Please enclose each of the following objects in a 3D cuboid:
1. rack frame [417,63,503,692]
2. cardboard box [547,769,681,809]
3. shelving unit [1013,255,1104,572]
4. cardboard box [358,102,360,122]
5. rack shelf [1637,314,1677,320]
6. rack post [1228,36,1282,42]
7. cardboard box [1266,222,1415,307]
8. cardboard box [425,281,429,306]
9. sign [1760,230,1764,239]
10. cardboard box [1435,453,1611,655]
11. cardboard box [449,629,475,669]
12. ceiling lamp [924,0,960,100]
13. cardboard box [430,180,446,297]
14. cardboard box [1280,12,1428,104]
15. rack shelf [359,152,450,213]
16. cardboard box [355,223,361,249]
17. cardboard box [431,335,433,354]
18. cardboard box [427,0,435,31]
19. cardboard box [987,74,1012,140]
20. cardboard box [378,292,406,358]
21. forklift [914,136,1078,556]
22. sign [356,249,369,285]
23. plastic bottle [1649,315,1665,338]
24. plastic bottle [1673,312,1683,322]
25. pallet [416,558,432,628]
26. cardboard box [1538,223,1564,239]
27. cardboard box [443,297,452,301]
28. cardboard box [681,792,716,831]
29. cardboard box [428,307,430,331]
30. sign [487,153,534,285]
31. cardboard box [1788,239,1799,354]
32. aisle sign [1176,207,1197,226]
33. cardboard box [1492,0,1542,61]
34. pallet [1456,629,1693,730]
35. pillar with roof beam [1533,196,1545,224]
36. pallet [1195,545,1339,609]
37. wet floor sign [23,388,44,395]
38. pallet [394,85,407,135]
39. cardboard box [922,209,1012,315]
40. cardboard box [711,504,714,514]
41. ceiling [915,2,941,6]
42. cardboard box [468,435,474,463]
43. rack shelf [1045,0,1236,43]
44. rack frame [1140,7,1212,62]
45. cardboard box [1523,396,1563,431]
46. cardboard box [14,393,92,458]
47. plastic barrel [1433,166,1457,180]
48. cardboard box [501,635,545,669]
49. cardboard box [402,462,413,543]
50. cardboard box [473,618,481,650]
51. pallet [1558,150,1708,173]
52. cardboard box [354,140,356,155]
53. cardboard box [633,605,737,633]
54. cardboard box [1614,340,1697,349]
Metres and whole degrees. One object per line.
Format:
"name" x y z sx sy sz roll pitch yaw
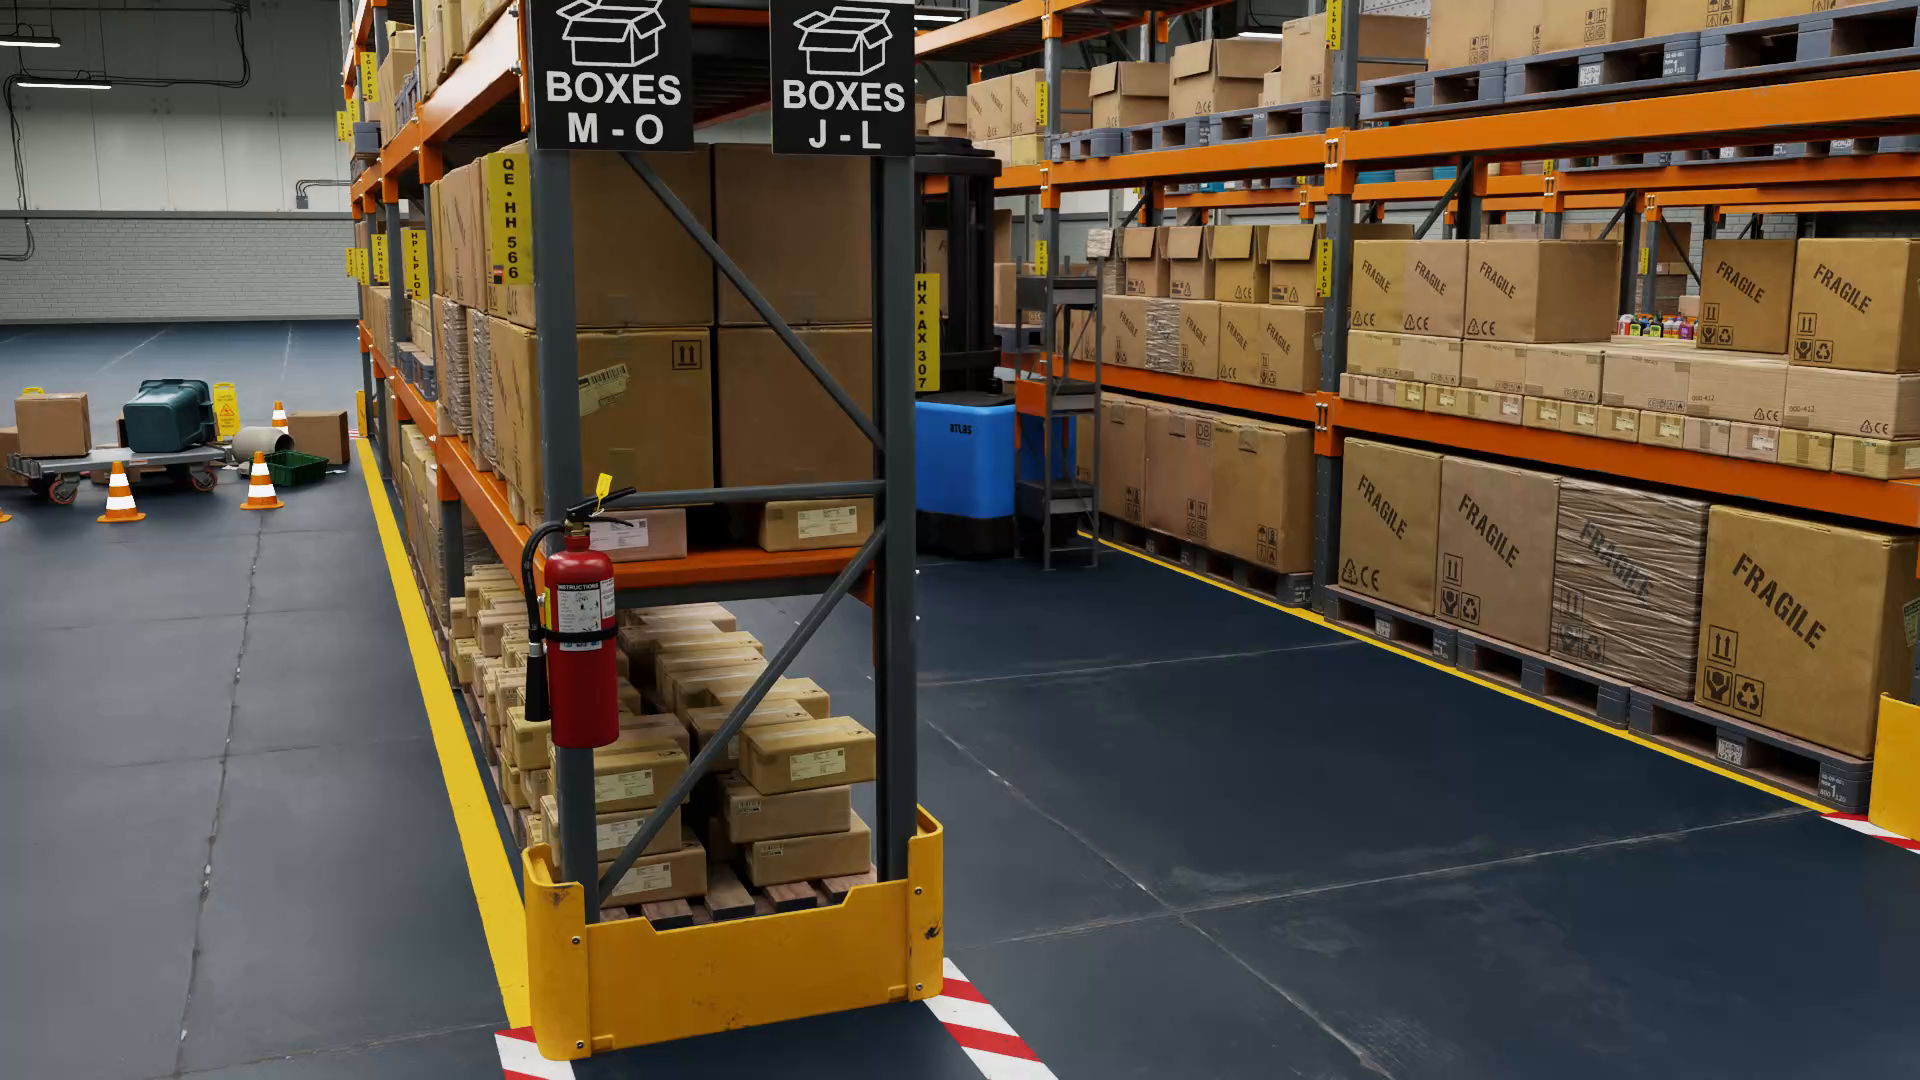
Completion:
"rack frame" -2.059 -0.769 8.181 1.000 3.000 0.127 -4 11 -21
"cardboard box" -1.112 0.820 5.339 0.380 0.149 0.250 -4 11 -22
"shelving unit" 0.663 -0.874 11.336 0.431 2.100 0.503 -4 11 -23
"cardboard box" -5.376 -3.945 15.561 0.500 0.250 0.500 -4 11 -22
"rack shelf" 8.211 -2.974 22.628 1.077 0.370 4.000 -4 11 -21
"rack post" 3.599 -5.943 20.351 0.937 0.300 0.954 -4 11 -22
"cardboard box" 2.361 -1.715 10.344 0.797 0.503 0.637 -4 11 -22
"cardboard box" -3.044 -1.496 10.086 0.380 0.149 0.250 -4 11 -19
"sign" 12.626 -4.727 26.221 0.100 0.325 0.005 -4 11 -21
"cardboard box" 3.091 0.031 8.547 0.875 0.875 0.875 -4 11 -21
"cardboard box" -2.227 0.507 7.945 0.380 0.149 0.250 -4 11 -23
"ceiling lamp" -0.933 -13.689 47.014 2.000 3.185 0.800 -4 11 -21
"cardboard box" -2.123 -1.368 7.557 0.500 0.500 0.500 -4 11 -20
"cardboard box" 2.381 -2.895 10.078 0.700 0.500 0.500 -4 11 -20
"rack shelf" -4.234 -2.871 13.487 1.077 0.370 4.000 -4 11 -21
"cardboard box" -5.948 -3.087 17.696 0.875 0.550 0.550 -4 11 -21
"cardboard box" -2.863 -1.117 9.654 0.380 0.149 0.250 -3 11 -18
"cardboard box" -1.933 -2.243 6.901 0.500 0.250 0.500 -4 11 -21
"cardboard box" 0.549 -3.638 14.028 0.500 0.500 0.500 -4 11 -21
"cardboard box" -4.283 -1.691 13.077 0.500 0.500 0.500 -4 11 -22
"forklift" -0.535 -1.528 12.640 1.130 2.935 3.031 -10 14 -44
"sign" -5.475 -2.505 15.240 0.100 0.325 0.005 -4 11 -21
"plastic bottle" 5.880 -1.748 14.017 0.061 0.283 0.133 -4 11 -21
"plastic bottle" 6.395 -1.901 14.875 0.061 0.283 0.133 -4 11 -21
"pallet" -2.789 0.277 10.260 1.003 0.211 1.213 -4 11 -21
"cardboard box" 8.223 -4.007 22.394 0.700 0.500 0.500 -4 11 -21
"cardboard box" -1.929 -0.788 7.150 0.500 0.500 0.500 -4 11 -21
"cardboard box" -0.769 0.897 5.755 0.380 0.149 0.250 -4 11 -20
"cardboard box" -2.951 -1.306 9.868 0.380 0.149 0.250 -3 11 -19
"sign" -1.134 -0.810 4.202 0.100 0.325 0.005 -4 11 -21
"cardboard box" 3.946 -1.034 7.104 0.500 0.500 0.500 -4 11 -22
"aisle sign" 3.119 -4.651 22.581 0.394 0.787 0.004 -4 11 -21
"cardboard box" 3.130 -2.638 8.349 0.700 0.500 0.500 -3 11 -18
"pallet" 3.249 0.634 8.255 1.003 0.211 1.213 -4 11 -21
"pillar with roof beam" 6.975 -7.570 29.282 9.100 9.000 0.548 -4 11 -21
"pallet" 2.250 0.184 10.783 1.003 0.211 1.213 -4 11 -21
"wet floor sign" -10.057 -1.337 18.096 0.267 0.644 0.232 0 10 -1
"pallet" -2.563 -2.430 9.490 1.213 0.211 1.003 -4 11 -21
"cardboard box" -0.142 -2.737 16.330 1.000 1.000 1.000 -4 11 -21
"cardboard box" -0.600 -0.153 5.431 0.380 0.149 0.250 -4 11 -23
"ceiling" -4.403 -15.733 49.480 6.000 0.001 6.000 -4 11 -21
"cardboard box" -1.830 -0.411 6.883 0.380 0.149 0.250 -4 11 -20
"rack shelf" 1.875 -3.797 11.266 1.077 0.370 4.000 -4 11 -21
"rack frame" 2.868 -6.294 22.111 1.000 3.000 0.127 -4 11 -21
"cardboard box" 2.964 -0.620 8.060 0.380 0.149 0.250 -4 11 -23
"cardboard box" -7.887 -1.005 14.478 0.500 0.500 0.500 -4 11 -21
"plastic barrel" 5.178 -4.129 17.070 0.600 0.901 0.708 -4 11 -21
"cardboard box" -1.585 0.461 6.508 0.380 0.149 0.250 -4 11 -21
"cardboard box" -3.490 -0.267 11.293 0.500 0.500 0.500 -4 11 -23
"cardboard box" -2.051 0.396 7.721 0.380 0.149 0.250 -4 11 -20
"pallet" 5.953 -3.288 14.312 1.003 0.211 1.213 -4 11 -21
"cardboard box" -5.852 -3.931 16.624 0.380 0.149 0.250 -4 11 -21
"cardboard box" -1.147 0.384 6.937 0.380 0.149 0.250 -4 11 -23
"cardboard box" 3.560 -0.834 8.125 0.500 0.250 0.500 -4 11 -22
